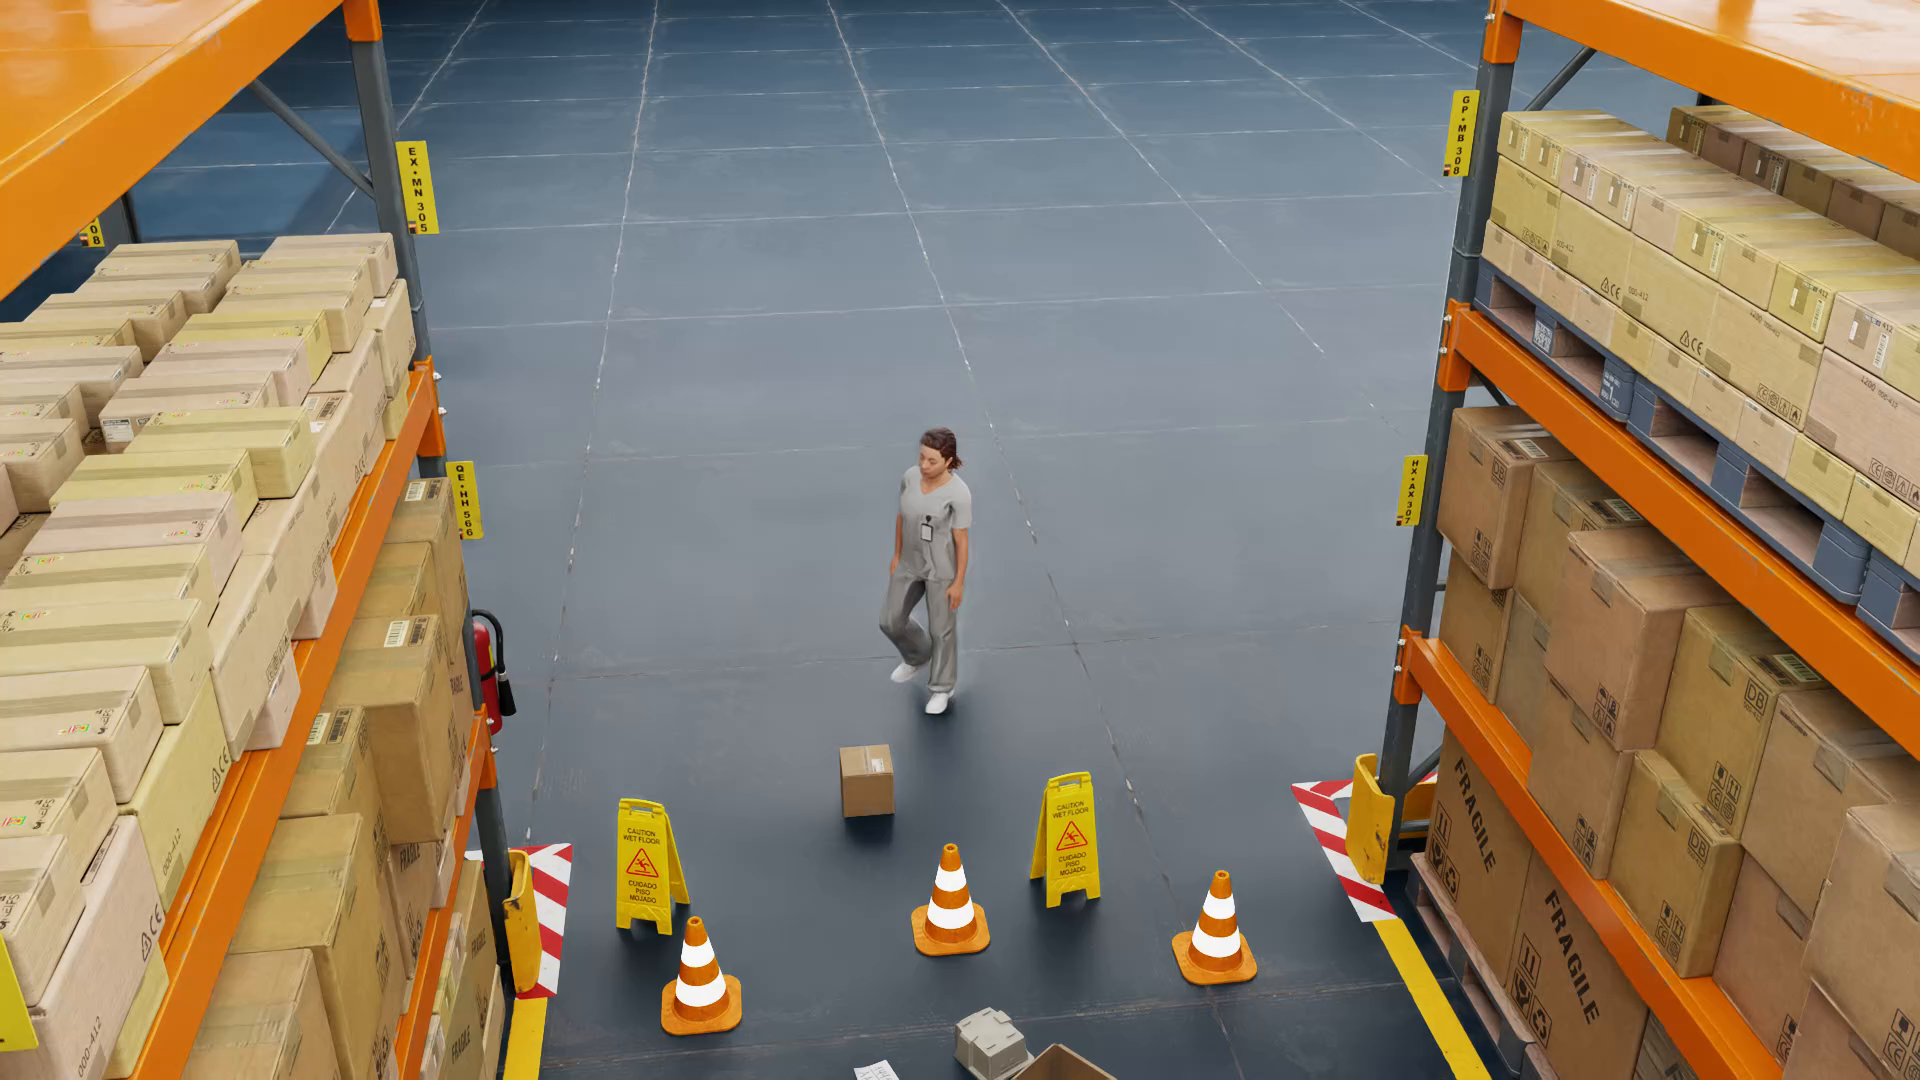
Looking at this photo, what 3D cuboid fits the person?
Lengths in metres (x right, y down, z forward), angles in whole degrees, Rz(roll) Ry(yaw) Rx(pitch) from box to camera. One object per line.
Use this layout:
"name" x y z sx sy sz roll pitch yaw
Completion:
"person" -0.161 0.193 8.822 0.555 1.542 0.428 18 33 32
